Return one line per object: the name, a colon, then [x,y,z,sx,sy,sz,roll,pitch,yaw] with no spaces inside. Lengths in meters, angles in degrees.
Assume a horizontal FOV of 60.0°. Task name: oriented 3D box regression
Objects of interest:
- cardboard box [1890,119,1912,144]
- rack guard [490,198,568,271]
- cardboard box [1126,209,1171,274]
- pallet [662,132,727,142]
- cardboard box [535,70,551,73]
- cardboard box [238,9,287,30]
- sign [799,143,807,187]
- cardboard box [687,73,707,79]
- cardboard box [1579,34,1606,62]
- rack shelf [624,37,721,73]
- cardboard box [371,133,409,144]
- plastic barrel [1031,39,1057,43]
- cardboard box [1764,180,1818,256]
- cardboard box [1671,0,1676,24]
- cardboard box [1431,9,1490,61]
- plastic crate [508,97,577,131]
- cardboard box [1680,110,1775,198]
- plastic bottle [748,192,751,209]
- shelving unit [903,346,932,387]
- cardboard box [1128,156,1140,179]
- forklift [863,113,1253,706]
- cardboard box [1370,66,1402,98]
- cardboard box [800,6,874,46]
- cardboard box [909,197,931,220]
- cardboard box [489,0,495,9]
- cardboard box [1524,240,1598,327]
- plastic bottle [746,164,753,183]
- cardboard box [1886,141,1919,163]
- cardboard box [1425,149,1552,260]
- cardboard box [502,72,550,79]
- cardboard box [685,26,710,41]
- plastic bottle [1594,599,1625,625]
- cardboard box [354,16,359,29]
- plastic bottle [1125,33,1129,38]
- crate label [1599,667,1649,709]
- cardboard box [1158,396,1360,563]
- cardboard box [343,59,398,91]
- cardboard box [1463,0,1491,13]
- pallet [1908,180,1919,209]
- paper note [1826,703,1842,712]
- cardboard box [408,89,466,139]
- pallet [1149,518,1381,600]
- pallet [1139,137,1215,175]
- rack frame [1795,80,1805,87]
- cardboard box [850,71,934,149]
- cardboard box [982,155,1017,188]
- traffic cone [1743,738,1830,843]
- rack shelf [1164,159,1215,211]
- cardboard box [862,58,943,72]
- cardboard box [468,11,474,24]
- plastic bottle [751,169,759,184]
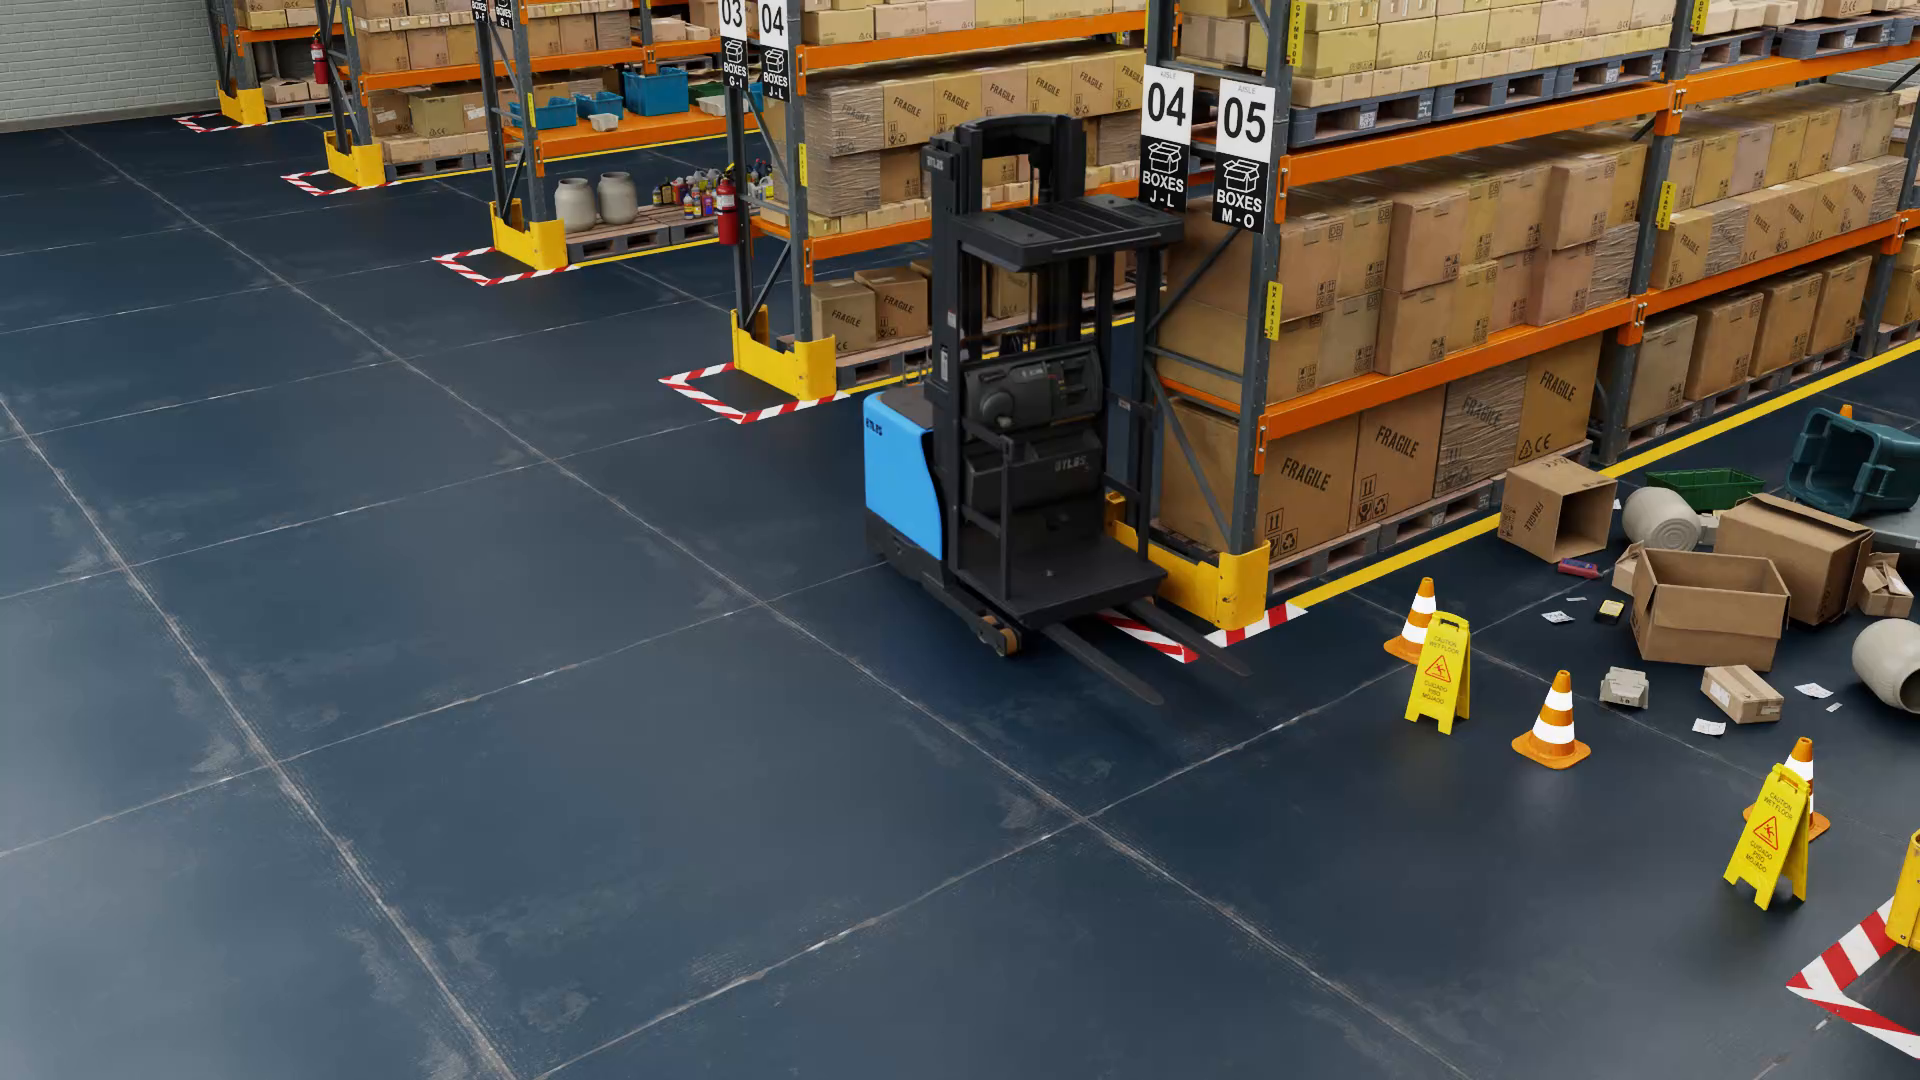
cardboard box: [8.203,-3.524,14.374,0.250,0.149,0.380,-18,31,-34]
rack guard: [-4.585,-3.254,17.668,0.348,0.500,1.175,-18,31,-34]
cardboard box: [2.084,-2.969,16.531,0.500,0.500,0.700,-21,32,-38]
pallet: [-3.966,-5.973,23.870,1.213,0.211,1.003,-18,31,-34]
cardboard box: [-7.013,-7.936,27.234,0.500,0.500,0.700,-17,30,-32]
cardboard box: [-10.149,-7.597,24.211,0.500,0.250,0.500,-19,31,-35]
sign: [-1.225,-2.925,12.961,0.005,0.325,0.100,-18,31,-34]
cardboard box: [-3.974,-6.569,23.942,0.500,0.311,0.500,-17,30,-33]
cardboard box: [3.878,-3.164,10.623,0.250,0.149,0.380,-18,30,-34]
rack shelf: [-2.948,-7.227,24.114,4.000,0.370,1.077,-18,31,-34]
cardboard box: [-7.430,-5.175,21.605,0.500,0.250,0.500,-18,31,-34]
plastic barrel: [1.002,-6.144,20.792,0.421,0.512,0.421,0,25,0]
cardboard box: [6.341,-2.567,13.099,0.500,0.500,0.500,-18,30,-33]
cardboard box: [5.026,-3.847,11.973,0.500,0.250,0.500,-18,30,-33]
cardboard box: [2.755,-3.010,9.817,0.500,0.250,0.500,-19,31,-34]
plastic crate: [-4.407,-4.515,17.591,0.616,0.251,0.499,-18,31,-34]
cardboard box: [5.758,-2.977,12.795,0.500,0.500,0.700,-18,30,-34]
plastic bottle: [-2.409,-3.845,18.773,0.097,0.201,0.097,0,25,0]
shelving unit: [-0.241,-0.698,11.329,0.189,1.200,0.258,-14,28,-28]
cardboard box: [1.600,-3.484,15.492,0.250,0.149,0.380,-18,31,-34]
forklift: [0.550,-0.867,9.635,1.130,2.935,3.031,-14,28,-28]
cardboard box: [2.287,-2.639,9.492,0.250,0.149,0.380,-18,30,-34]
cardboard box: [-1.021,-4.044,13.016,0.500,0.250,0.500,-17,30,-33]
cardboard box: [-0.389,-2.846,14.118,0.250,0.149,0.380,-18,31,-34]
cardboard box: [-6.052,-7.159,21.453,0.500,0.500,0.700,-18,31,-34]
cardboard box: [3.867,-1.900,11.602,0.550,0.550,0.875,-18,31,-34]
plastic bottle: [-2.508,-4.269,19.509,0.185,0.351,0.144,-20,31,-36]
cardboard box: [8.221,-3.391,14.441,0.250,0.149,0.380,-17,30,-32]
cardboard box: [3.387,-2.279,11.137,0.550,0.550,0.875,-18,31,-34]
cardboard box: [-5.867,-6.041,22.579,0.500,0.500,0.500,-18,31,-34]
cardboard box: [-3.698,-7.082,23.246,0.250,0.149,0.380,-18,31,-34]
plastic bottle: [4.013,0.430,10.250,0.133,0.061,0.283,15,29,29]
cardboard box: [-7.486,-6.497,20.796,0.250,0.149,0.380,-19,31,-35]
plastic bottle: [2.248,-6.747,22.461,0.097,0.201,0.097,0,25,0]
crate label: [3.726,0.826,9.307,0.250,0.136,0.298,10,27,20]
cardboard box: [1.914,-0.468,10.719,0.875,0.875,0.875,-18,30,-34]
cardboard box: [-9.072,-7.173,25.588,0.500,0.500,0.700,-21,32,-37]
cardboard box: [2.881,-3.198,9.748,0.250,0.149,0.380,-19,31,-35]
pallet: [8.212,-3.254,14.927,1.003,0.211,1.213,-18,31,-34]
paper note: [4.857,0.929,9.237,0.123,0.001,0.032,-18,31,-34]
cardboard box: [-6.718,-5.474,21.359,0.500,0.500,0.500,-18,31,-34]
pallet: [2.002,-0.012,11.024,1.213,0.211,1.003,-18,31,-34]
pallet: [2.279,-3.815,16.134,1.213,0.211,1.003,-18,31,-34]
rack frame: [11.031,-6.868,22.486,0.127,3.000,1.000,-18,31,-34]
cardboard box: [-0.561,-3.526,13.625,0.500,0.500,0.500,-18,31,-34]
cardboard box: [0.030,-3.437,14.621,0.500,0.500,0.875,-18,31,-34]
traffic cone: [4.098,1.182,8.153,0.334,0.463,0.336,-18,31,-34]
rack shelf: [3.162,-3.944,17.040,4.000,0.370,1.077,-18,31,-34]
cardboard box: [-0.494,-3.832,14.283,0.500,0.500,0.500,-18,31,-34]
cardboard box: [-6.216,-6.700,21.234,0.250,0.149,0.380,-19,31,-35]
plastic bottle: [-2.399,-4.204,19.464,0.097,0.271,0.097,0,25,0]
